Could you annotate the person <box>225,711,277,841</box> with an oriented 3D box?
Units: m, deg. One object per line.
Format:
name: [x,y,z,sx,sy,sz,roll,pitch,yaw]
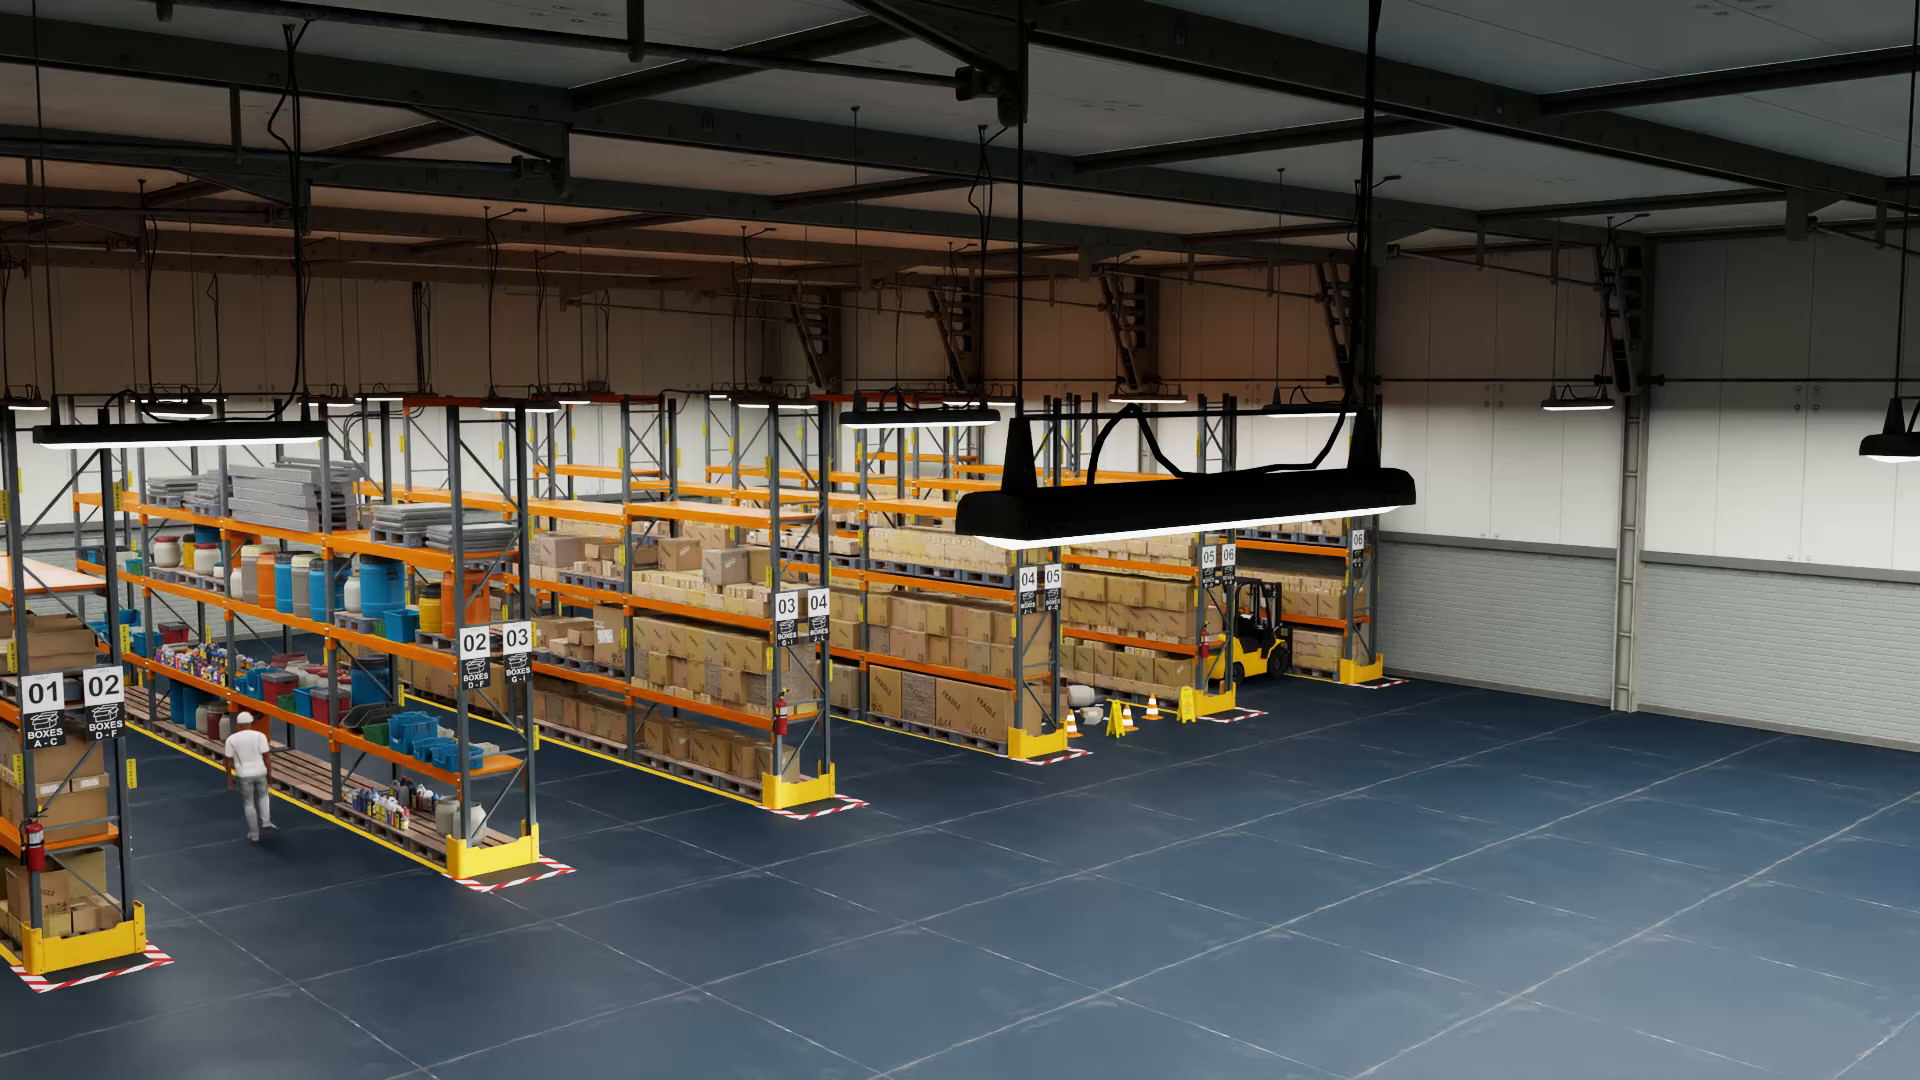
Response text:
person: [-9.760,3.240,22.875,0.600,1.752,0.521,-4,7,-34]
